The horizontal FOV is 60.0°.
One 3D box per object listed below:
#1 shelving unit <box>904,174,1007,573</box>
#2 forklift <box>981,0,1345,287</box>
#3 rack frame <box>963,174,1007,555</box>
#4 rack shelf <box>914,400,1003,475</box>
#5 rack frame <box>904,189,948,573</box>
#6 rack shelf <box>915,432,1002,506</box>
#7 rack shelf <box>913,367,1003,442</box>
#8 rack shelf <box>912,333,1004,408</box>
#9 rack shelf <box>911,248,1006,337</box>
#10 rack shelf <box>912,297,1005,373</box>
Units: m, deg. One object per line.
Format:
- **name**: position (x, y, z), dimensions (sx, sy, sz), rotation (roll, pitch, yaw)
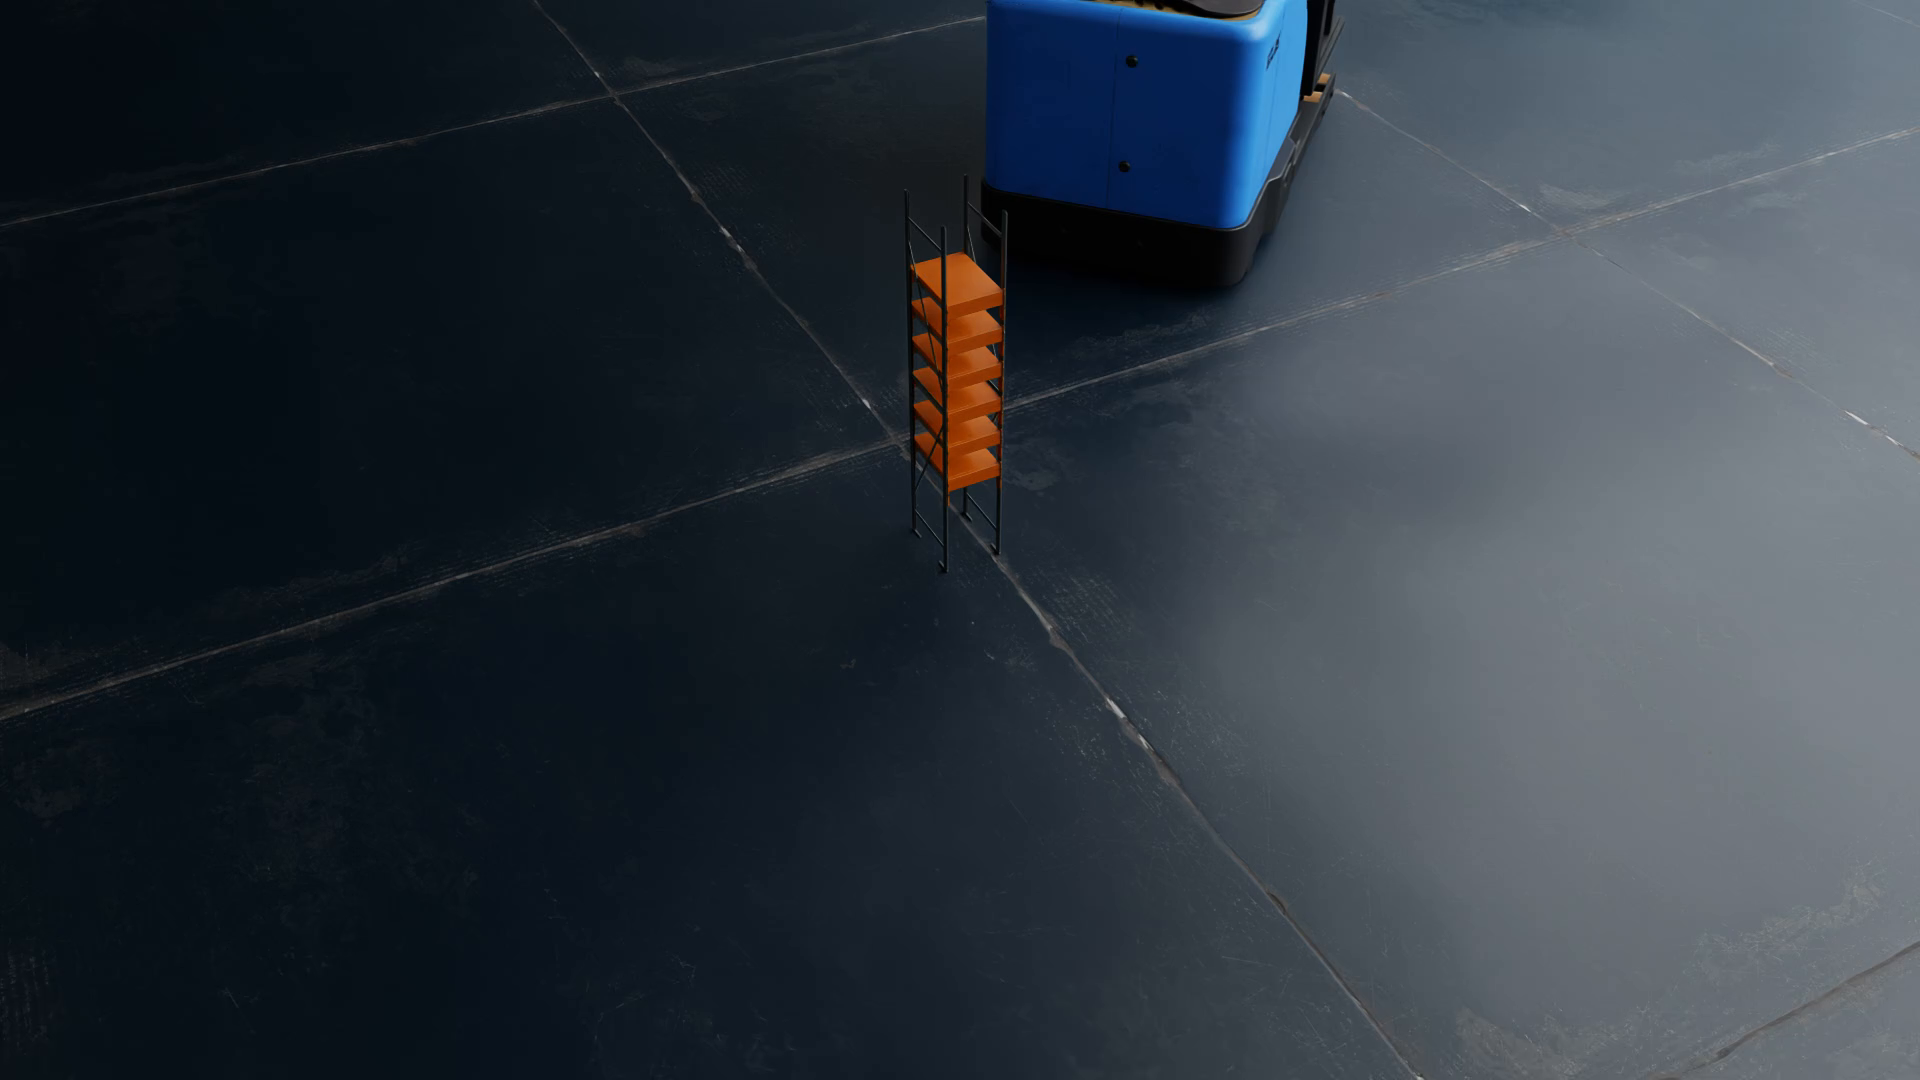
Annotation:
- **shelving unit**: position (-0.013, -0.454, 4.857), dimensions (0.189, 1.200, 0.258), rotation (-19, 44, -21)
- **forklift**: position (1.063, -3.033, 6.564), dimensions (1.130, 2.935, 3.031), rotation (13, 42, 15)
- **rack frame**: position (0.068, -0.481, 4.890), dimensions (0.006, 1.200, 0.240), rotation (-19, 44, -21)
- **rack shelf**: position (-0.013, -0.328, 4.963), dimensions (0.180, 0.103, 0.258), rotation (-19, 44, -21)
- **rack frame**: position (-0.094, -0.426, 4.825), dimensions (0.006, 1.200, 0.240), rotation (-19, 44, -21)
- **rack shelf**: position (-0.013, -0.237, 5.041), dimensions (0.180, 0.103, 0.258), rotation (-19, 44, -21)
- **rack shelf**: position (-0.013, -0.420, 4.886), dimensions (0.180, 0.103, 0.258), rotation (-19, 44, -21)
- **rack shelf**: position (-0.013, -0.511, 4.808), dimensions (0.180, 0.103, 0.258), rotation (-19, 44, -21)
- **rack shelf**: position (-0.013, -0.695, 4.653), dimensions (0.180, 0.103, 0.258), rotation (-19, 44, -21)
- **rack shelf**: position (-0.013, -0.603, 4.731), dimensions (0.180, 0.103, 0.258), rotation (-19, 44, -21)
